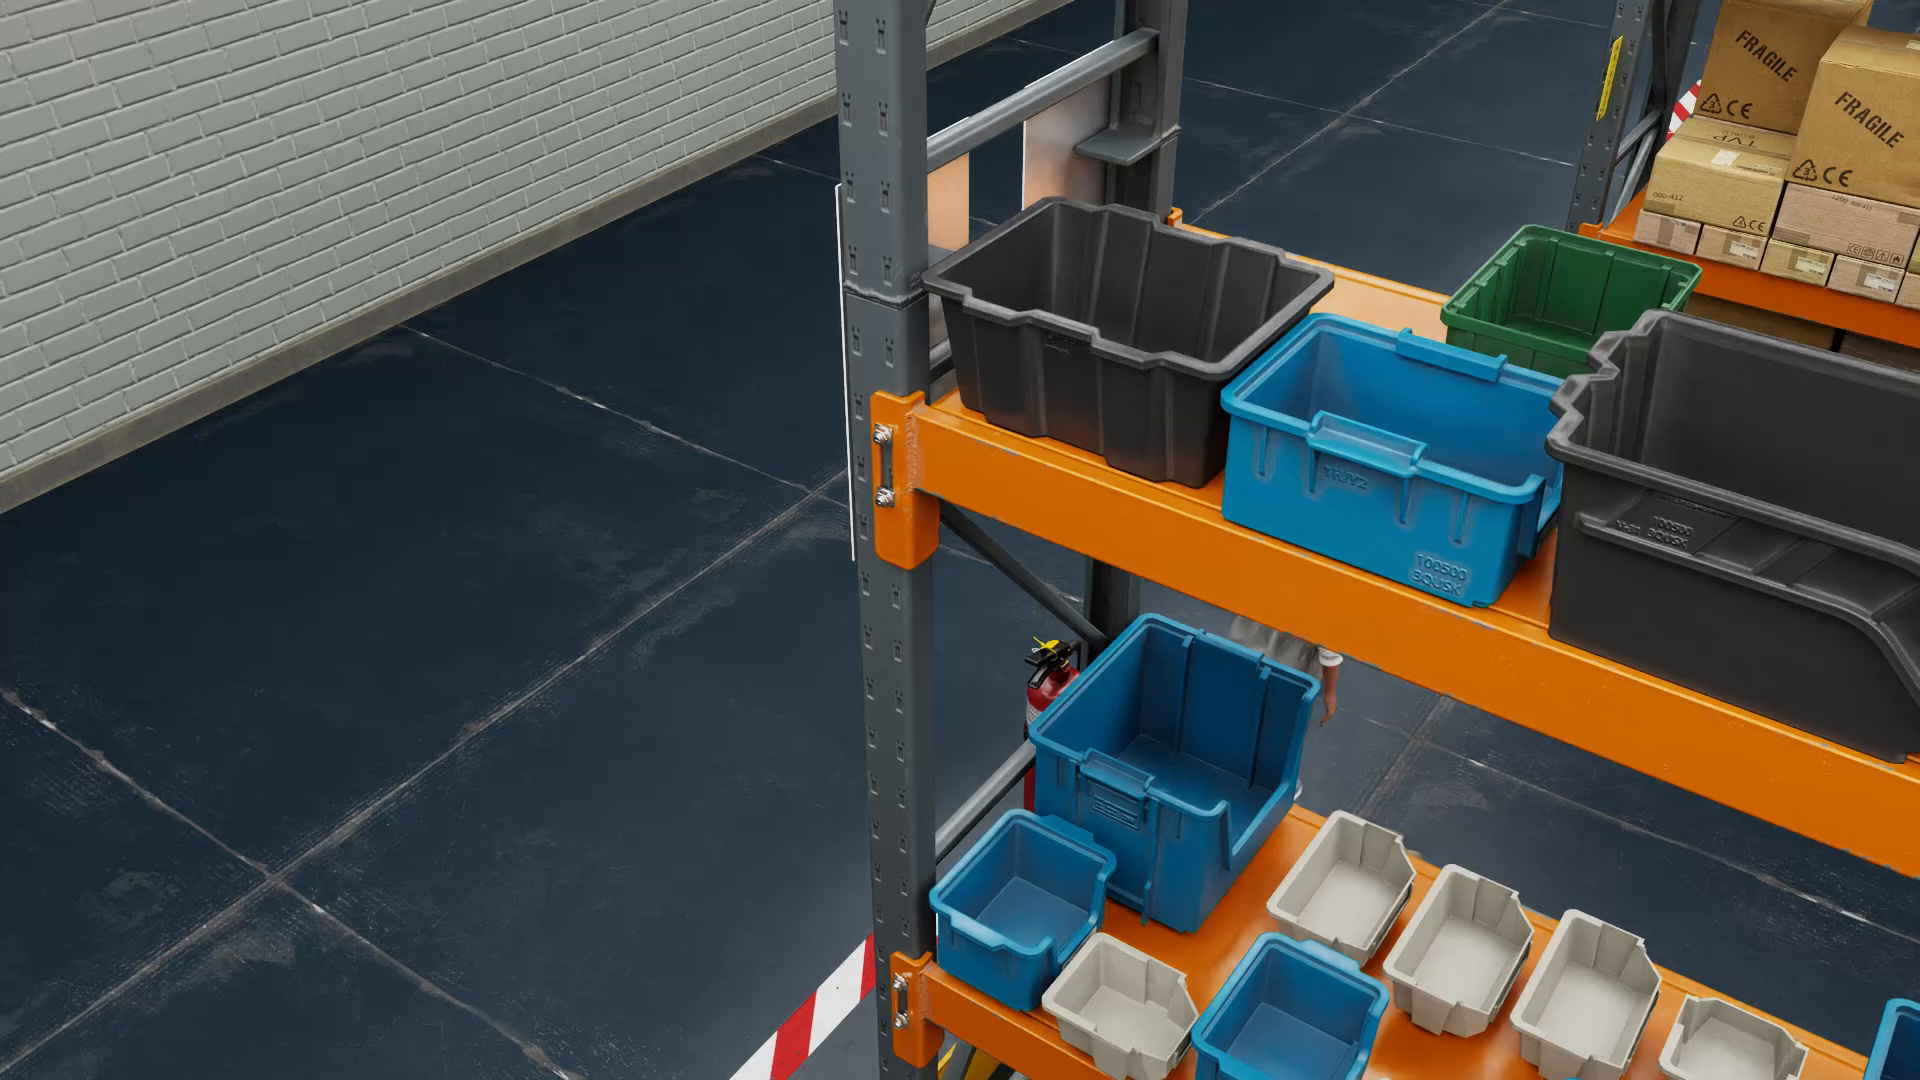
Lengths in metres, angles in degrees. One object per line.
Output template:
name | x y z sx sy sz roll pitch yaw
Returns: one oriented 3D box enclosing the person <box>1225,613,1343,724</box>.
person | 1.083 0.405 5.536 0.475 1.595 0.496 -23 41 -29
